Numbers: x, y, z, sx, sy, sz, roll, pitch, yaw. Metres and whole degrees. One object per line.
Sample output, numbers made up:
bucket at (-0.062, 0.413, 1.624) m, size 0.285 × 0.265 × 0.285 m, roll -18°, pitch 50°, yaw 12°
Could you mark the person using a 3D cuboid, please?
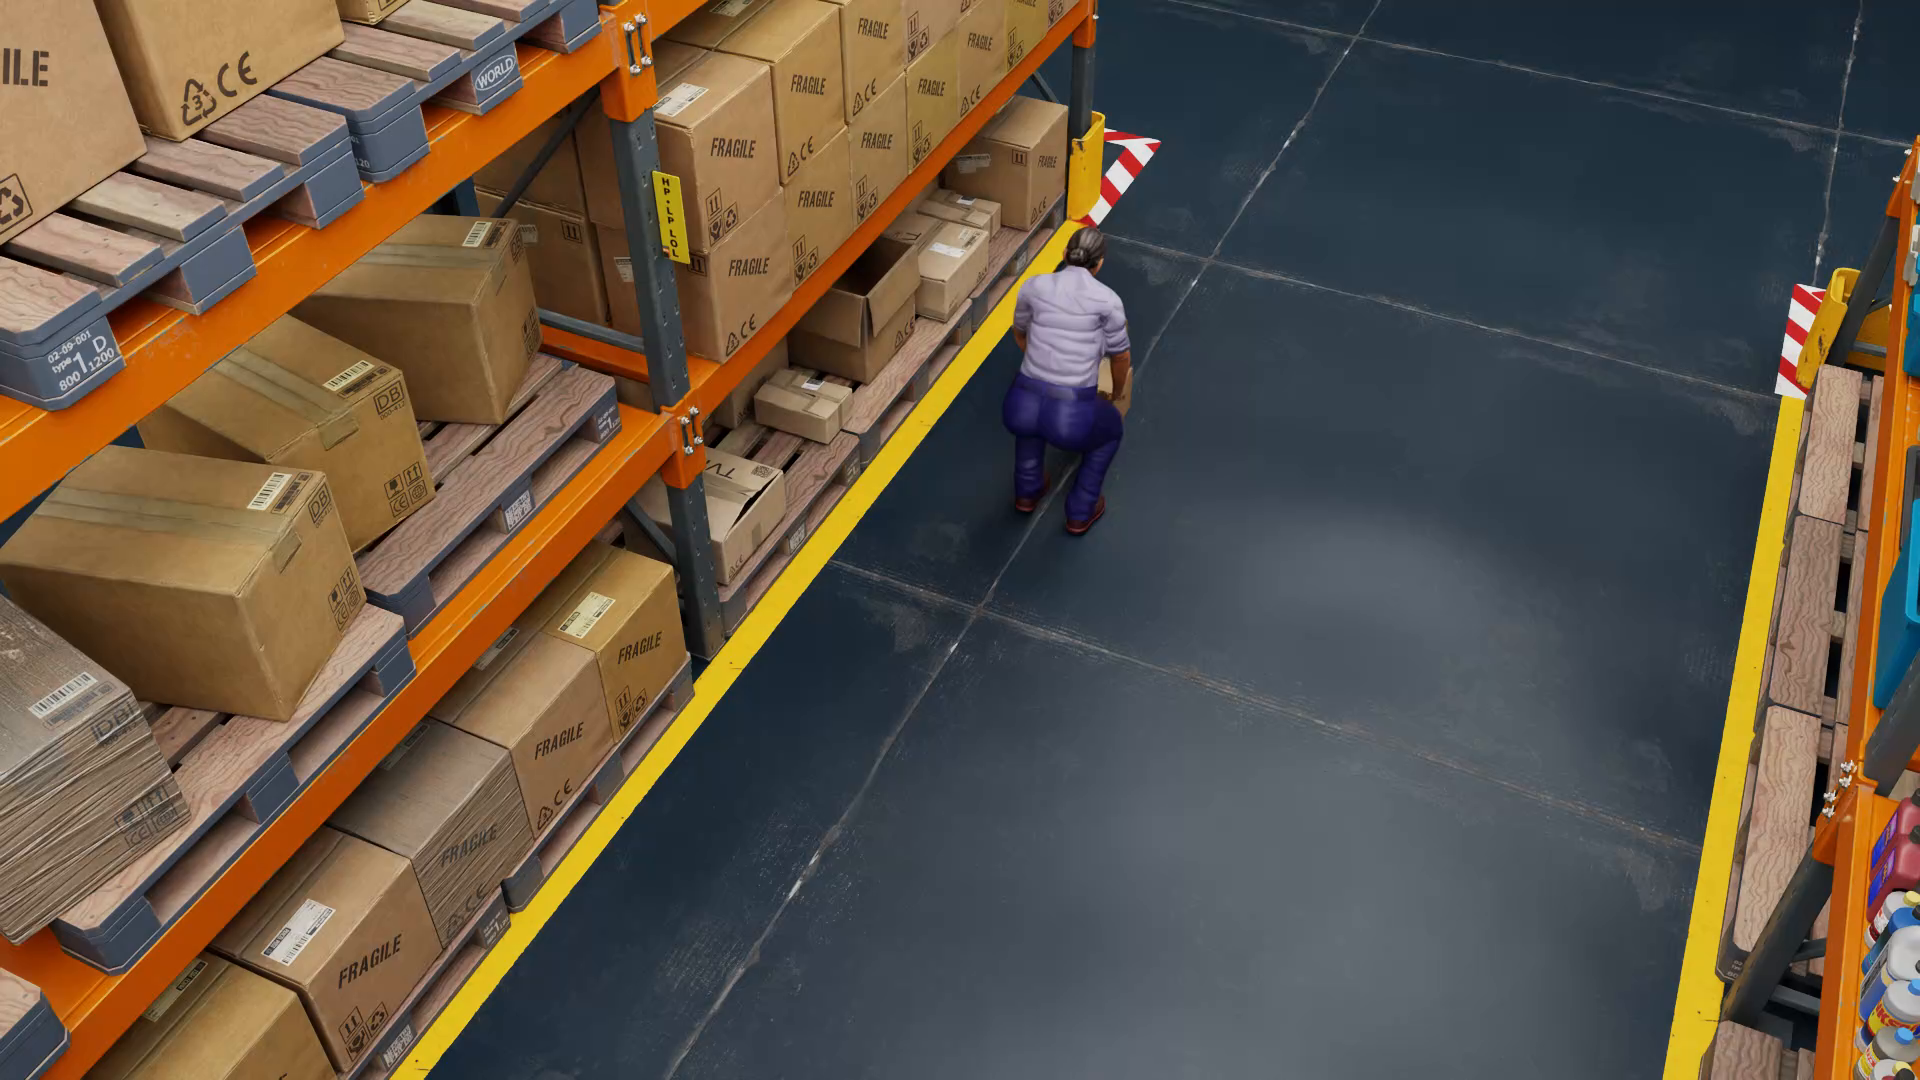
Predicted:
person at (0.427, -0.653, 7.166) m, size 0.537 × 1.286 × 0.702 m, roll 18°, pitch 45°, yaw 18°
